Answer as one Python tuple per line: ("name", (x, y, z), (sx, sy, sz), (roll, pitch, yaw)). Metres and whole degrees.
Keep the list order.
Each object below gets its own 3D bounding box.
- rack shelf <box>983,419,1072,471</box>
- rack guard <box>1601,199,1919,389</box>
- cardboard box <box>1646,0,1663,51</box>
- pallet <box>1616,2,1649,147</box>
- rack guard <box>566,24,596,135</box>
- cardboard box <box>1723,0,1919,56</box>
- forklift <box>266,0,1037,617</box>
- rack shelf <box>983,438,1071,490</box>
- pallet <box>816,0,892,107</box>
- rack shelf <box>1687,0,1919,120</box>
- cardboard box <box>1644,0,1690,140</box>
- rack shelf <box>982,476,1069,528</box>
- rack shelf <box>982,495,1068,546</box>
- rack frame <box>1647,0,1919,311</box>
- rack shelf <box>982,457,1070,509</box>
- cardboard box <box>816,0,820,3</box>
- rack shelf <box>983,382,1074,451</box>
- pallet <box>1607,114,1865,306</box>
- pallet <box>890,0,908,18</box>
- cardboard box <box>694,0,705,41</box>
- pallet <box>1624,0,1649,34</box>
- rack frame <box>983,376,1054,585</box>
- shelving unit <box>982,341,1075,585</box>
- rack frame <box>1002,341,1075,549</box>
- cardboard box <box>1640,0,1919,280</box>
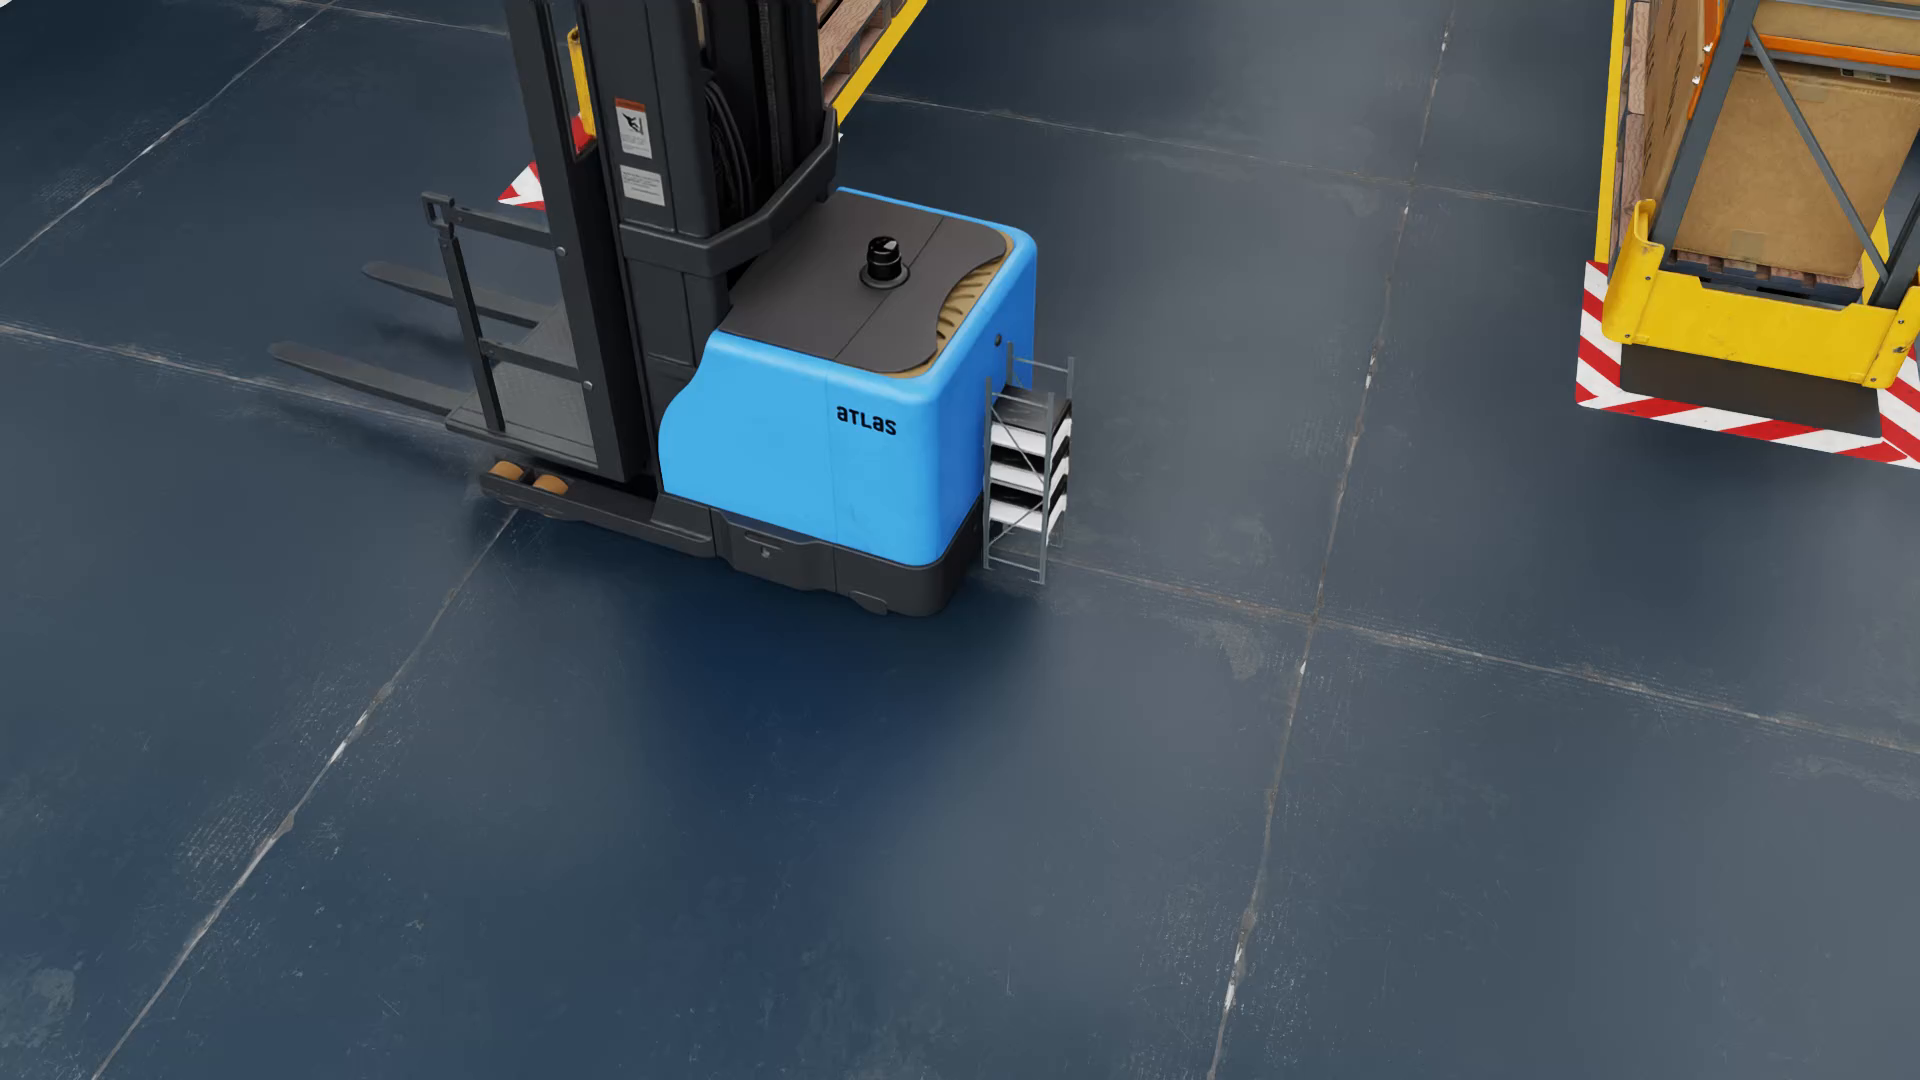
("rack shelf", (0.235, -0.360, 5.765), (0.258, 0.077, 0.200), (16, 46, 15))
("rack guard", (3.359, -1.031, 6.946), (1.175, 0.500, 0.348), (13, 46, 13))
("cardboard box", (4.051, -2.991, 8.381), (0.875, 0.875, 0.875), (13, 46, 13))
("pallet", (3.905, -2.304, 8.453), (1.003, 0.211, 1.213), (13, 46, 13))
("rack guard", (-1.308, -2.215, 8.157), (1.175, 0.500, 0.348), (13, 46, 13))
("cardboard box", (3.435, -2.251, 6.298), (0.875, 0.550, 0.550), (13, 46, 13))
("forklift", (-1.281, -1.453, 5.639), (3.031, 2.935, 1.130), (17, 47, 16))
("rack shelf", (0.235, -0.296, 5.828), (0.258, 0.077, 0.200), (16, 46, 15))
("pallet", (-1.028, -2.646, 8.803), (1.003, 0.211, 1.213), (13, 46, 13))
("rack shelf", (3.971, -3.016, 7.702), (1.077, 0.370, 4.000), (13, 46, 13))
("cardboard box", (3.773, -2.384, 7.760), (0.875, 0.875, 0.875), (12, 46, 12))
("rack shelf", (0.235, -0.167, 5.954), (0.258, 0.077, 0.200), (16, 46, 15))
("rack shelf", (0.235, -0.103, 6.017), (0.258, 0.077, 0.200), (16, 46, 15))
("rack frame", (3.366, -1.940, 6.088), (1.000, 3.000, 0.127), (13, 46, 13))
("rack shelf", (0.235, -0.232, 5.891), (0.258, 0.077, 0.200), (16, 46, 15))
("cardboard box", (-0.977, -3.133, 8.794), (0.500, 0.500, 0.500), (24, 49, 23))
("rack shelf", (0.235, -0.425, 5.702), (0.258, 0.077, 0.200), (16, 46, 15))
("pallet", (3.533, -1.493, 7.625), (1.003, 0.211, 1.213), (13, 46, 13))
("pallet", (-0.657, -3.457, 9.632), (1.003, 0.211, 1.213), (13, 46, 13))
("cardboard box", (-1.126, -2.728, 8.380), (0.500, 0.500, 0.500), (21, 48, 20))
("pallet", (4.272, -3.120, 9.287), (1.003, 0.211, 1.213), (13, 46, 13))
("rack frame", (0.198, -0.189, 5.800), (0.240, 0.900, 0.006), (16, 46, 15))
("shelving unit", (0.235, -0.255, 5.868), (0.258, 0.900, 0.210), (16, 46, 15))
("rack frame", (0.273, -0.321, 5.935), (0.240, 0.900, 0.006), (16, 46, 15))
("cardboard box", (3.508, -1.797, 7.161), (0.875, 0.875, 0.875), (13, 46, 13))
